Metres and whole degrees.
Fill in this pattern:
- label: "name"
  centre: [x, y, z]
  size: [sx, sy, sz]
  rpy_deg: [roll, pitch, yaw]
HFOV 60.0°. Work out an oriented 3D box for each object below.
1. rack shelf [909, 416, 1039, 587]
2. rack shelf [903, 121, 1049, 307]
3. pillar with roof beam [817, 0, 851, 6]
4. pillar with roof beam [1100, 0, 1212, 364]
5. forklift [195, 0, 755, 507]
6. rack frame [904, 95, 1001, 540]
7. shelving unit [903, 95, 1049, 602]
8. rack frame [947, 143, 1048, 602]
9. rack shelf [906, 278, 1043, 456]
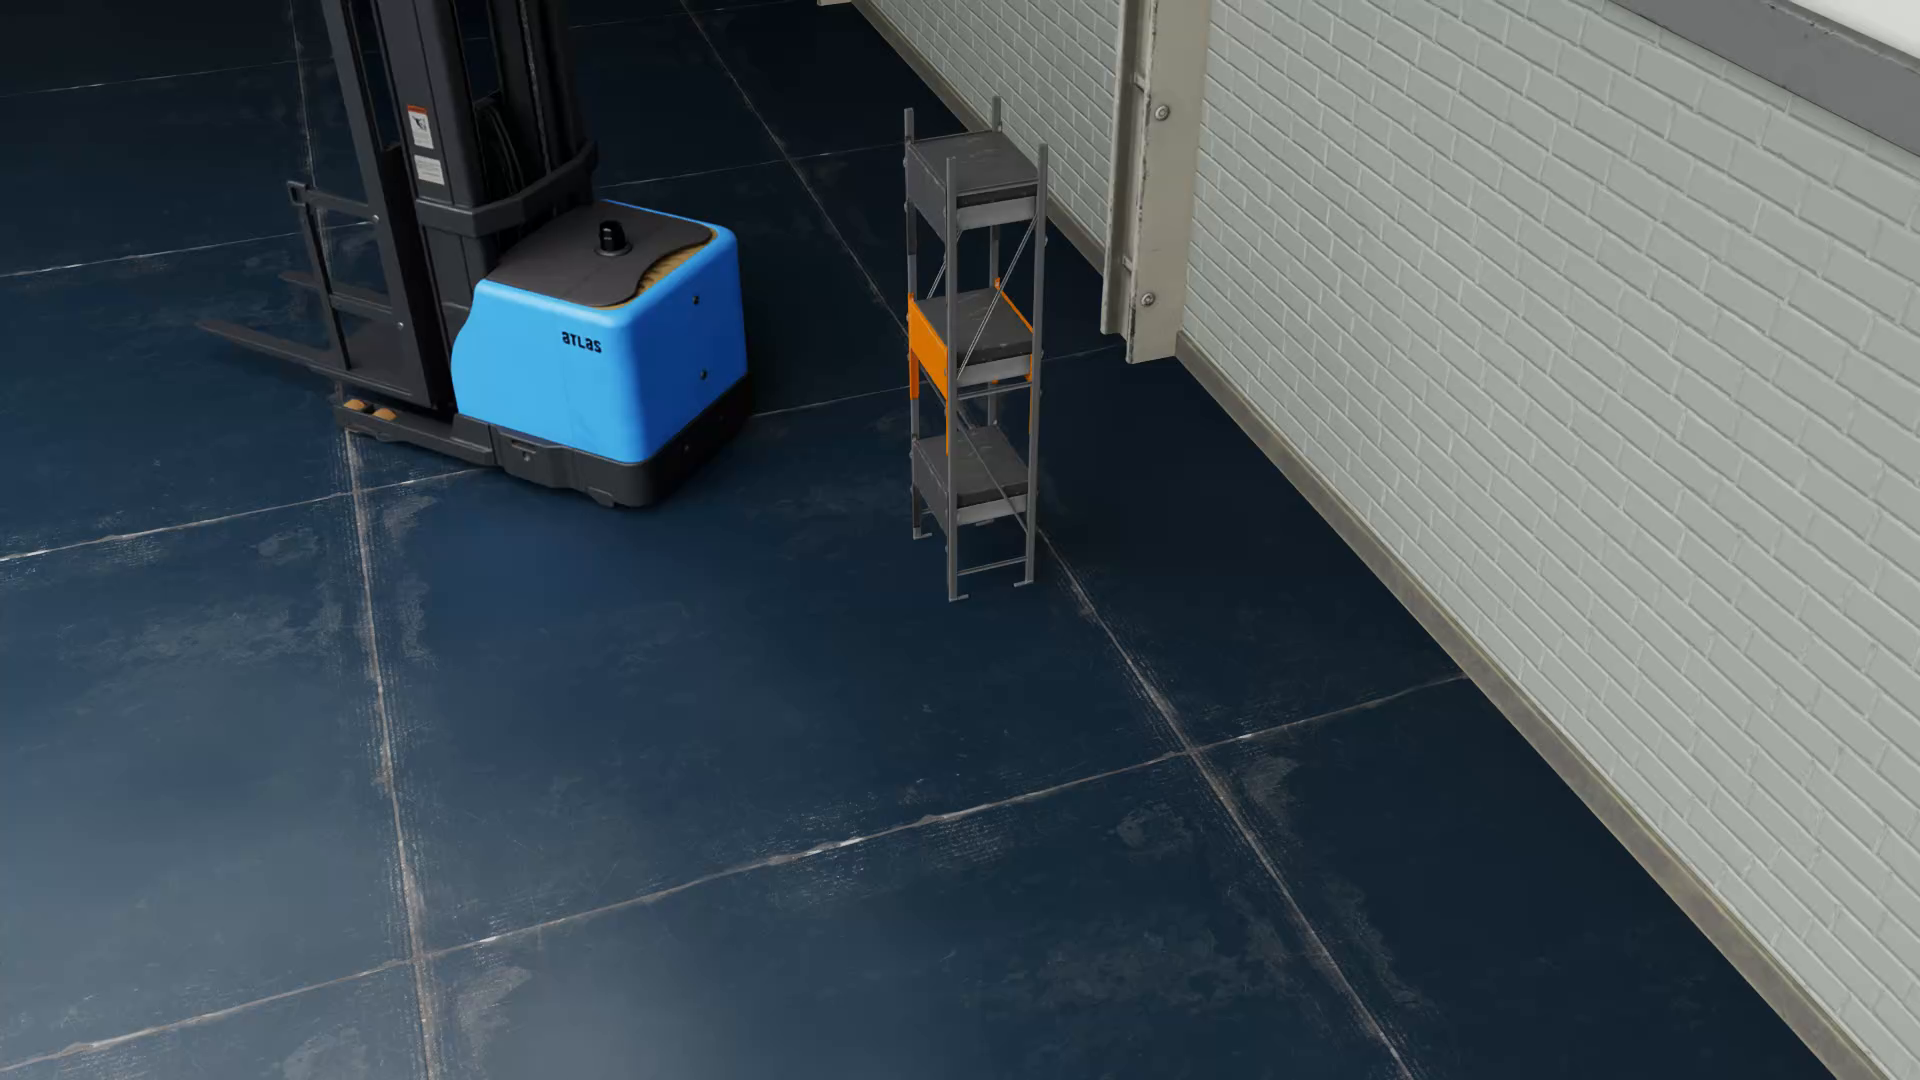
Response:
- label: "rack shelf"
  centre: [0.057, -0.175, 7.423]
  size: [0.431, 0.518, 0.480]
  rpy_deg: [-12, 39, -16]
- label: "rack shelf"
  centre: [0.057, -1.293, 6.581]
  size: [0.431, 0.518, 0.480]
  rpy_deg: [-12, 39, -16]
- label: "pillar with roof beam"
  centre: [-5.112, -7.189, 9.815]
  size: [9.100, 9.000, 0.400]
  rpy_deg: [-12, 39, -16]
- label: "pillar with roof beam"
  centre: [-3.047, -3.800, 5.315]
  size: [9.100, 9.000, 0.400]
  rpy_deg: [-12, 39, -16]
- label: "forklift"
  centre: [-2.606, -1.933, 7.880]
  size: [3.031, 2.935, 1.130]
  rpy_deg: [17, 40, 21]
- label: "rack frame"
  centre: [-0.027, -0.883, 7.177]
  size: [0.400, 2.100, 0.015]
  rpy_deg: [-12, 39, -16]
- label: "shelving unit"
  centre: [0.057, -0.745, 6.994]
  size: [0.431, 2.100, 0.503]
  rpy_deg: [-12, 39, -16]
- label: "rack frame"
  centre: [0.141, -0.607, 6.811]
  size: [0.400, 2.100, 0.015]
  rpy_deg: [-12, 39, -16]
- label: "rack shelf"
  centre: [0.057, -0.734, 7.002]
  size: [0.431, 0.518, 0.480]
  rpy_deg: [-12, 39, -16]
